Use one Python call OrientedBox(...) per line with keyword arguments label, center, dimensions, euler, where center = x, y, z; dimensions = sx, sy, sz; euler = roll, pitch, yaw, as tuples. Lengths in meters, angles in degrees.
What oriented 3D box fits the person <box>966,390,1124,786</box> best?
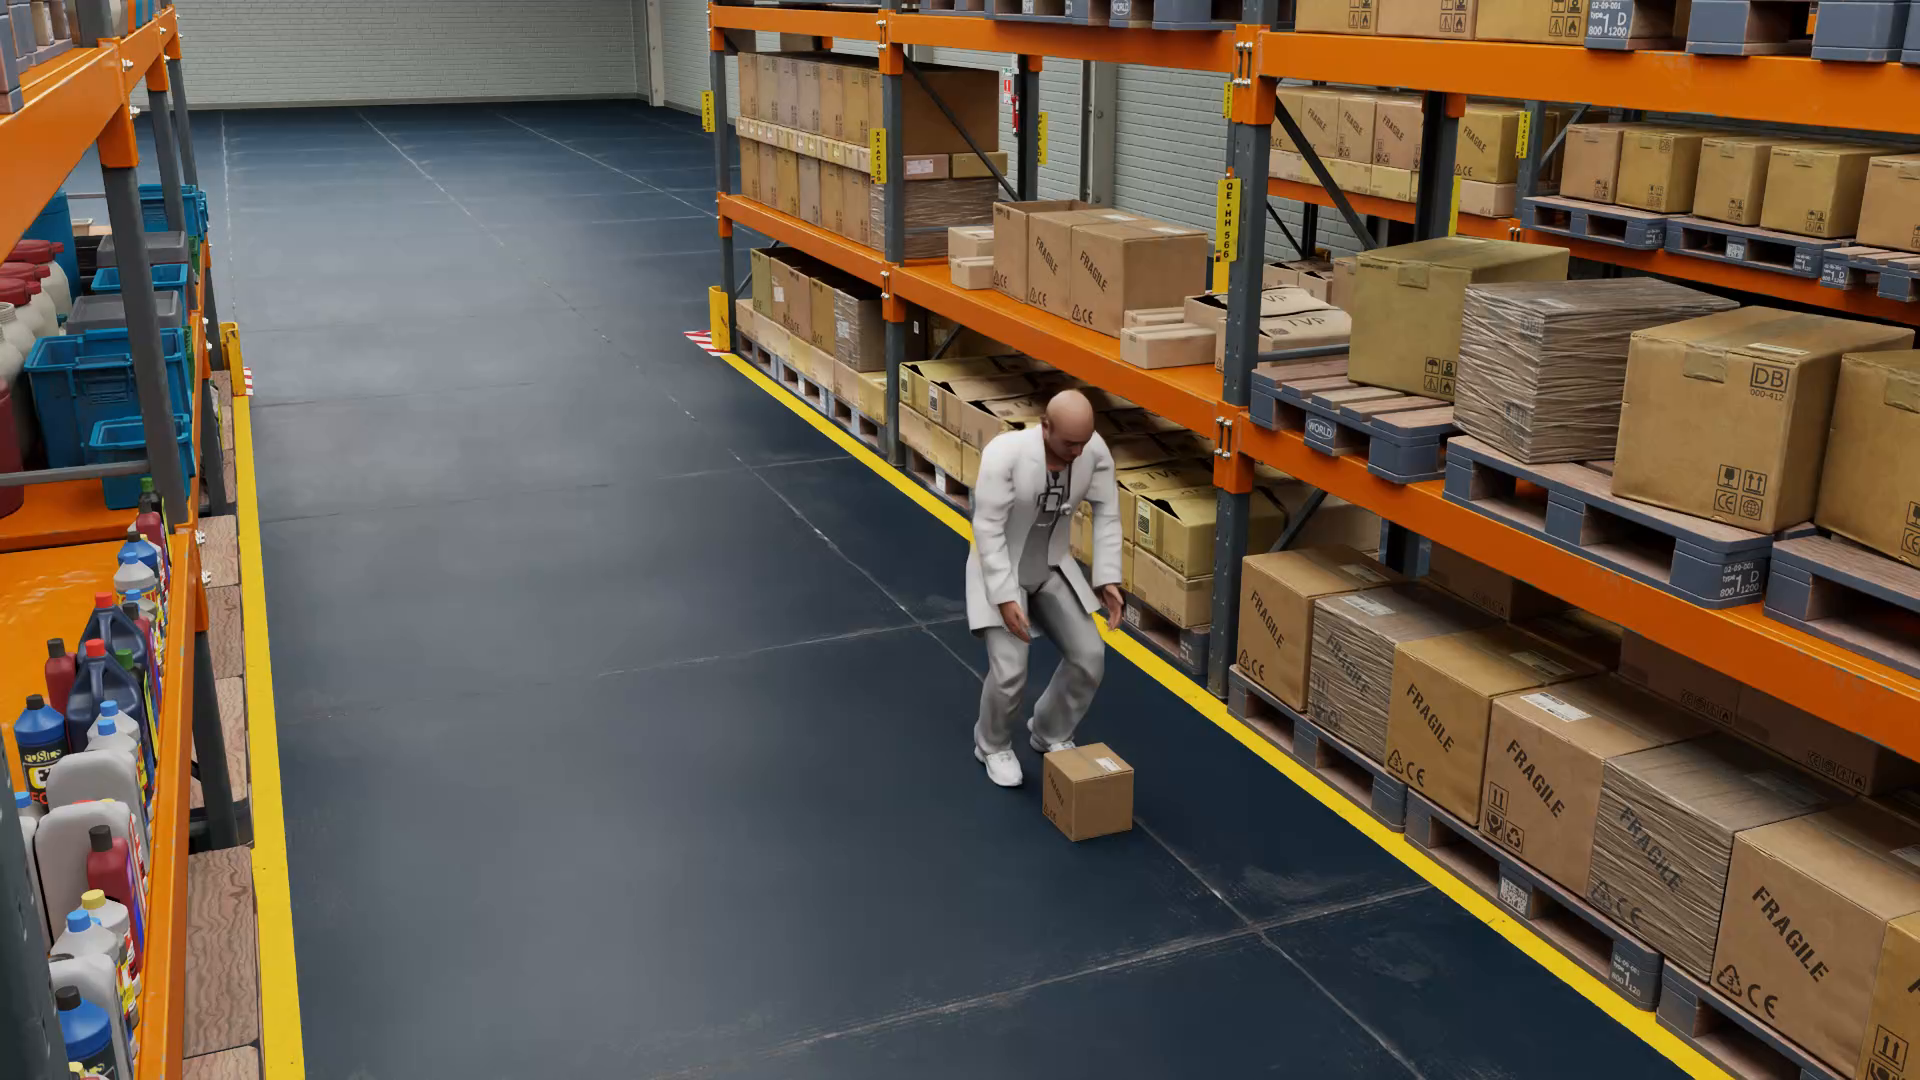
OrientedBox(label="person", center=(0.317, 0.159, 6.432), dimensions=(0.623, 1.582, 0.588), euler=(-8, 20, -21))
